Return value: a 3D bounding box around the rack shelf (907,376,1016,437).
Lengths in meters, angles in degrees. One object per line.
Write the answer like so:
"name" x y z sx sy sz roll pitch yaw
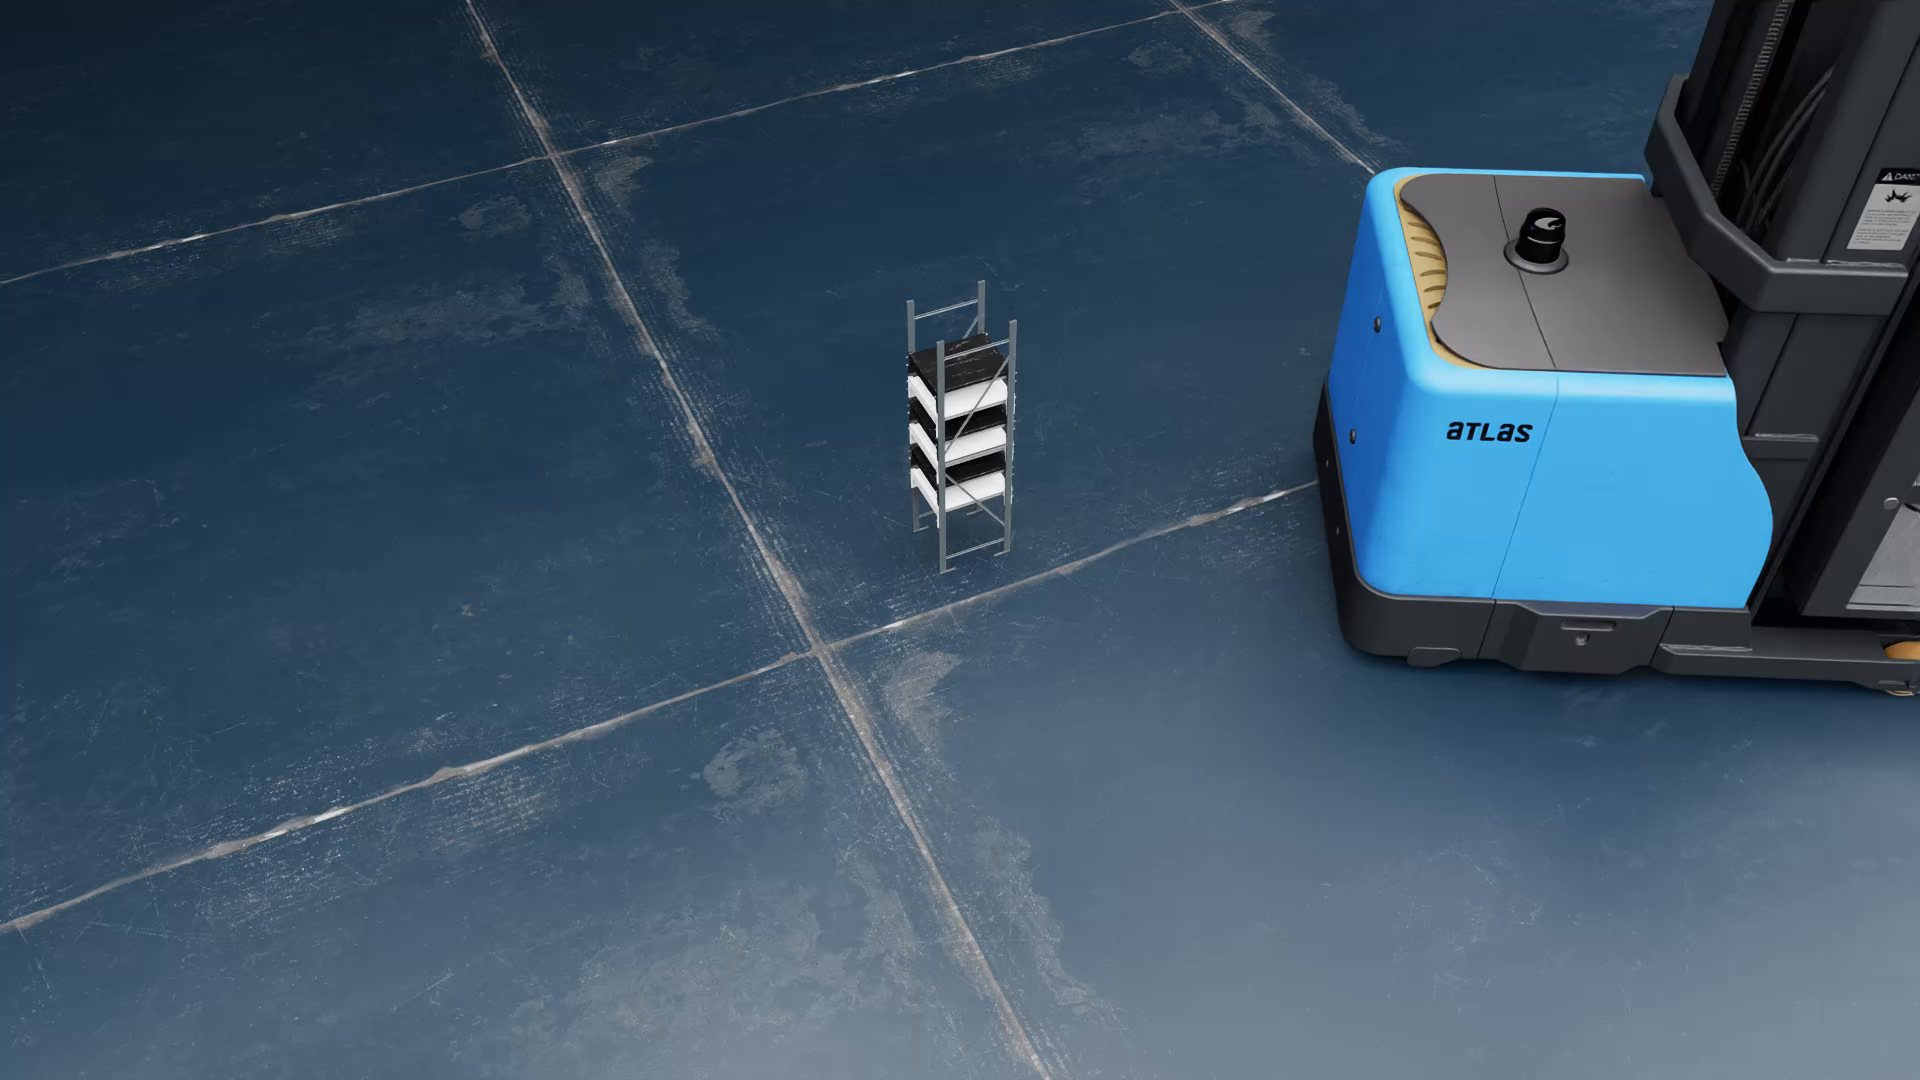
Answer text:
"rack shelf" 0.003 -0.420 4.826 0.258 0.077 0.200 -18 47 -17

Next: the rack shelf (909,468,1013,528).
"rack shelf" 0.003 -0.163 5.079 0.258 0.077 0.200 -18 47 -17

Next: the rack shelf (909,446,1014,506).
"rack shelf" 0.003 -0.227 5.015 0.258 0.077 0.200 -18 47 -17

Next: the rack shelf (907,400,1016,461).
"rack shelf" 0.003 -0.355 4.889 0.258 0.077 0.200 -18 47 -17

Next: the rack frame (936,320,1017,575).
"rack frame" 0.046 -0.250 4.863 0.240 0.900 0.006 -18 47 -17

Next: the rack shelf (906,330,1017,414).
"rack shelf" 0.003 -0.484 4.762 0.258 0.077 0.200 -18 47 -17

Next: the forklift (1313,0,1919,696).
"forklift" 2.654 -0.973 4.150 3.031 2.935 1.130 2 45 2

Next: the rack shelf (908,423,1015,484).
"rack shelf" 0.003 -0.291 4.952 0.258 0.077 0.200 -18 47 -17

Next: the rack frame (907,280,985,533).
"rack frame" -0.039 -0.380 4.994 0.240 0.900 0.006 -18 47 -17

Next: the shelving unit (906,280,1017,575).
"shelving unit" 0.003 -0.315 4.929 0.258 0.900 0.210 -18 47 -17
